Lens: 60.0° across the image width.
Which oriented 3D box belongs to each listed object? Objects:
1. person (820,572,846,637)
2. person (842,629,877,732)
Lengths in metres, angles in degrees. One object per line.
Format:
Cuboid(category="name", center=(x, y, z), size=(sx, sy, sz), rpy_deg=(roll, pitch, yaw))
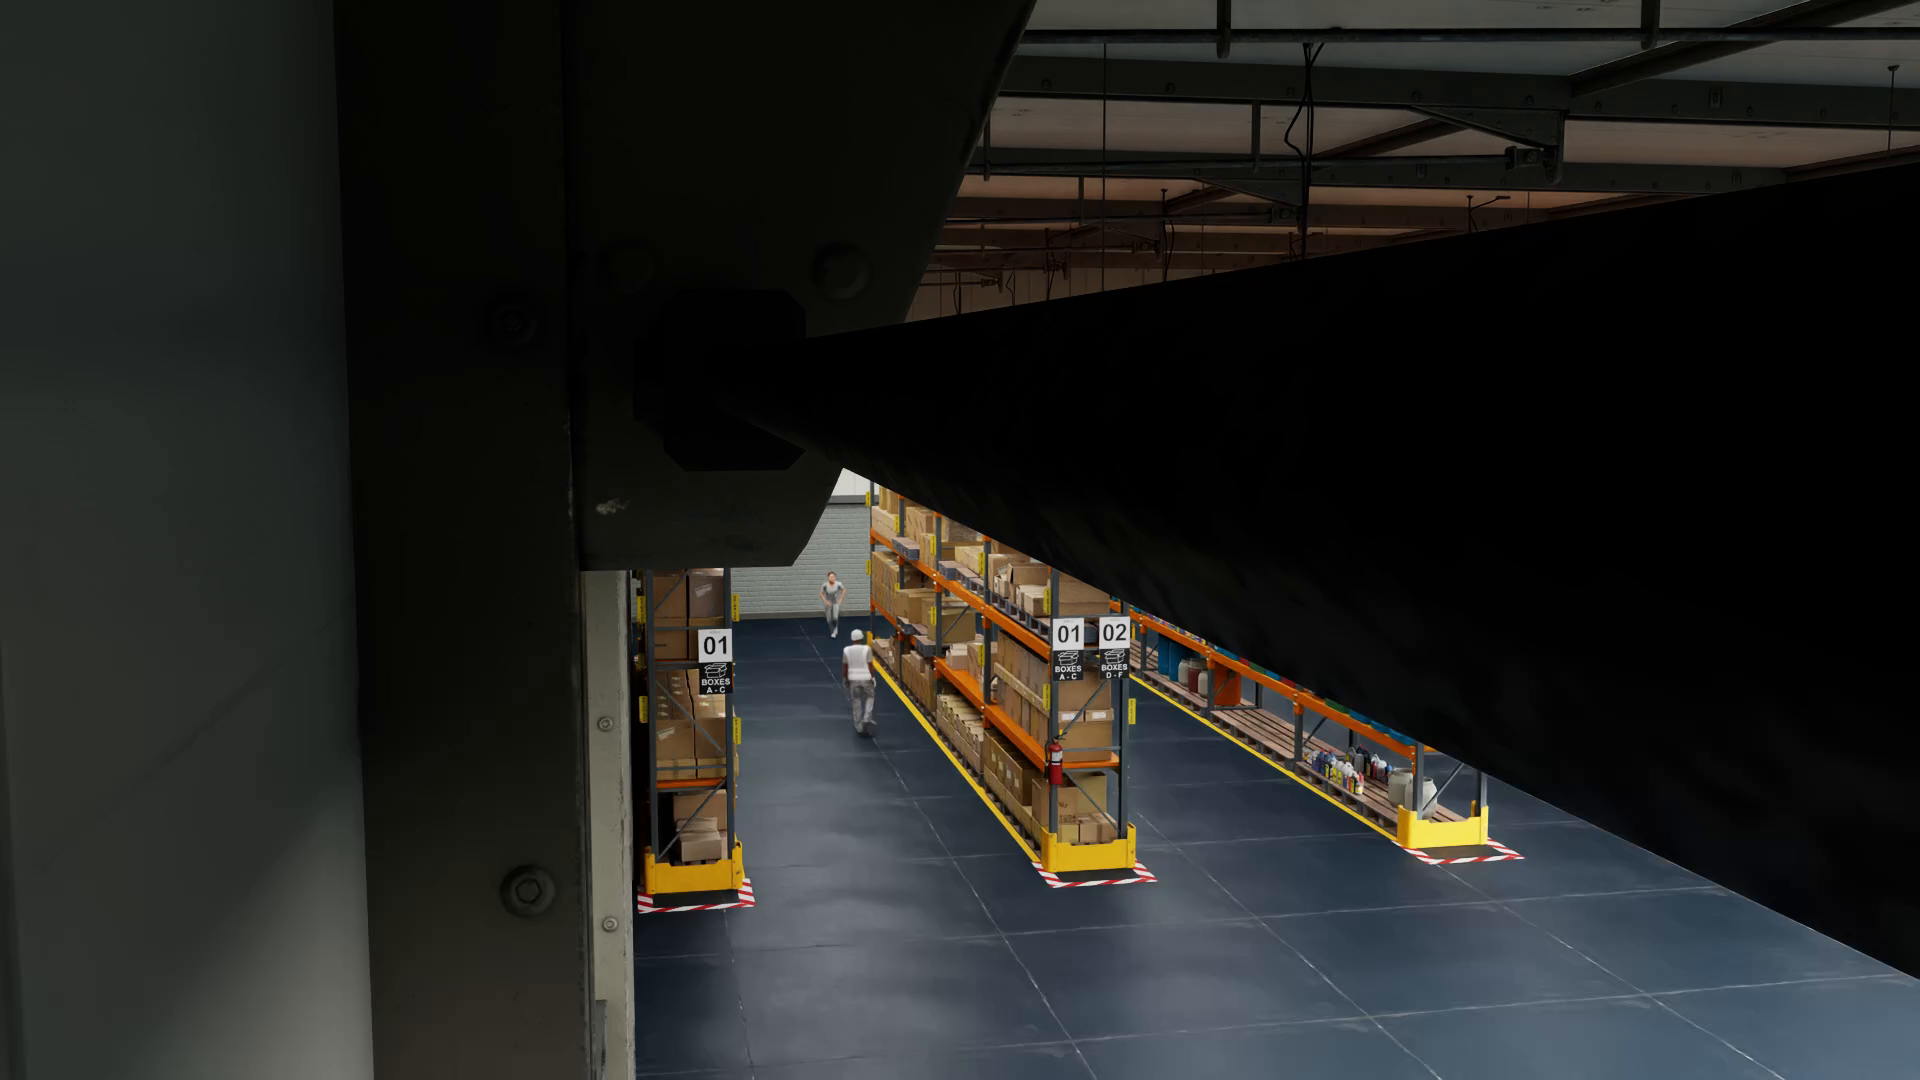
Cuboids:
Cuboid(category="person", center=(-2.957, 1.505, 38.748), size=(0.577, 1.581, 0.701), rpy_deg=(0, 6, 2))
Cuboid(category="person", center=(-1.744, 2.432, 28.850), size=(0.593, 1.774, 0.495), rpy_deg=(0, 6, -1))
